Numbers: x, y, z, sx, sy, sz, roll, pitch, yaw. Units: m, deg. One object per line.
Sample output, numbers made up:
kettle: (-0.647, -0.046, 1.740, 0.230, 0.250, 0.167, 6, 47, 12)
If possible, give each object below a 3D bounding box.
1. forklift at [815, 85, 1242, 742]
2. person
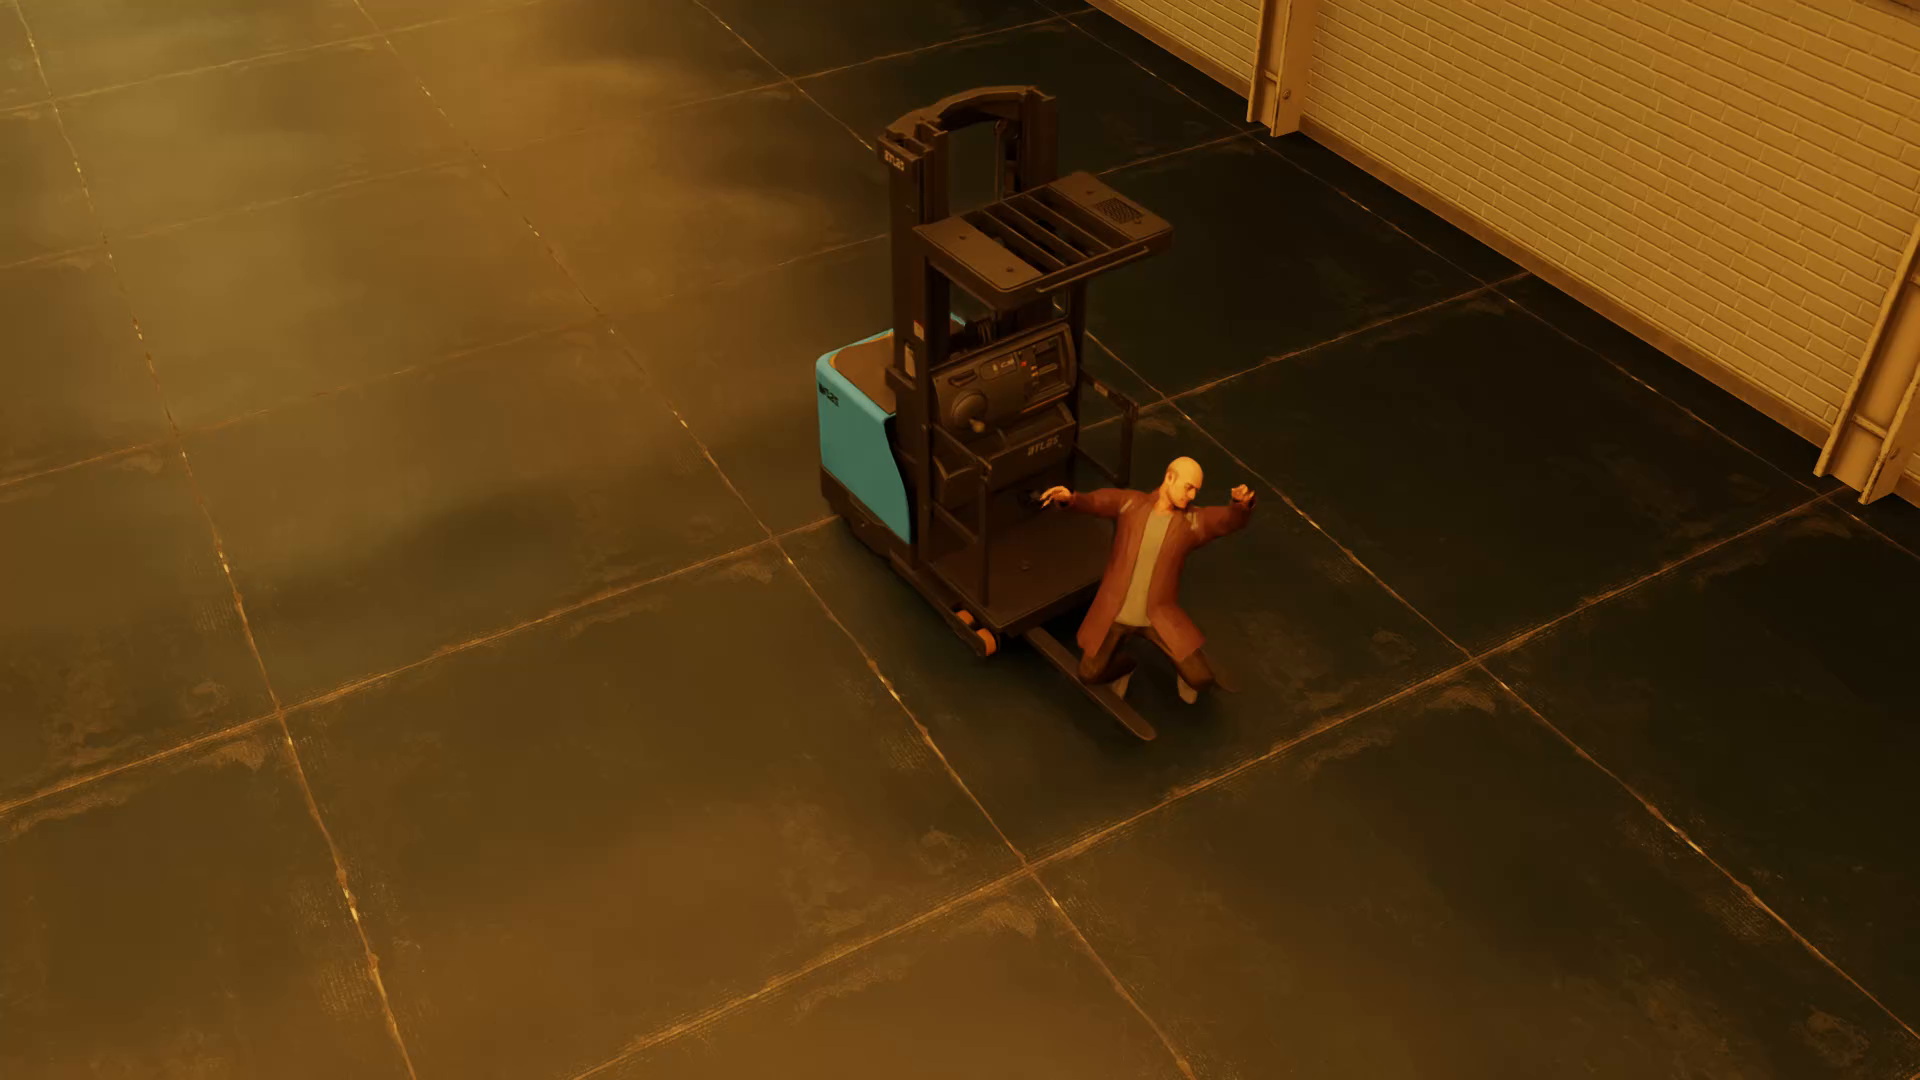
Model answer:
forklift: (0.377, -0.812, 9.015, 1.130, 2.935, 3.031, -25, 46, -27)
person: (0.960, 0.220, 8.702, 1.038, 1.683, 0.725, 8, 40, 10)
